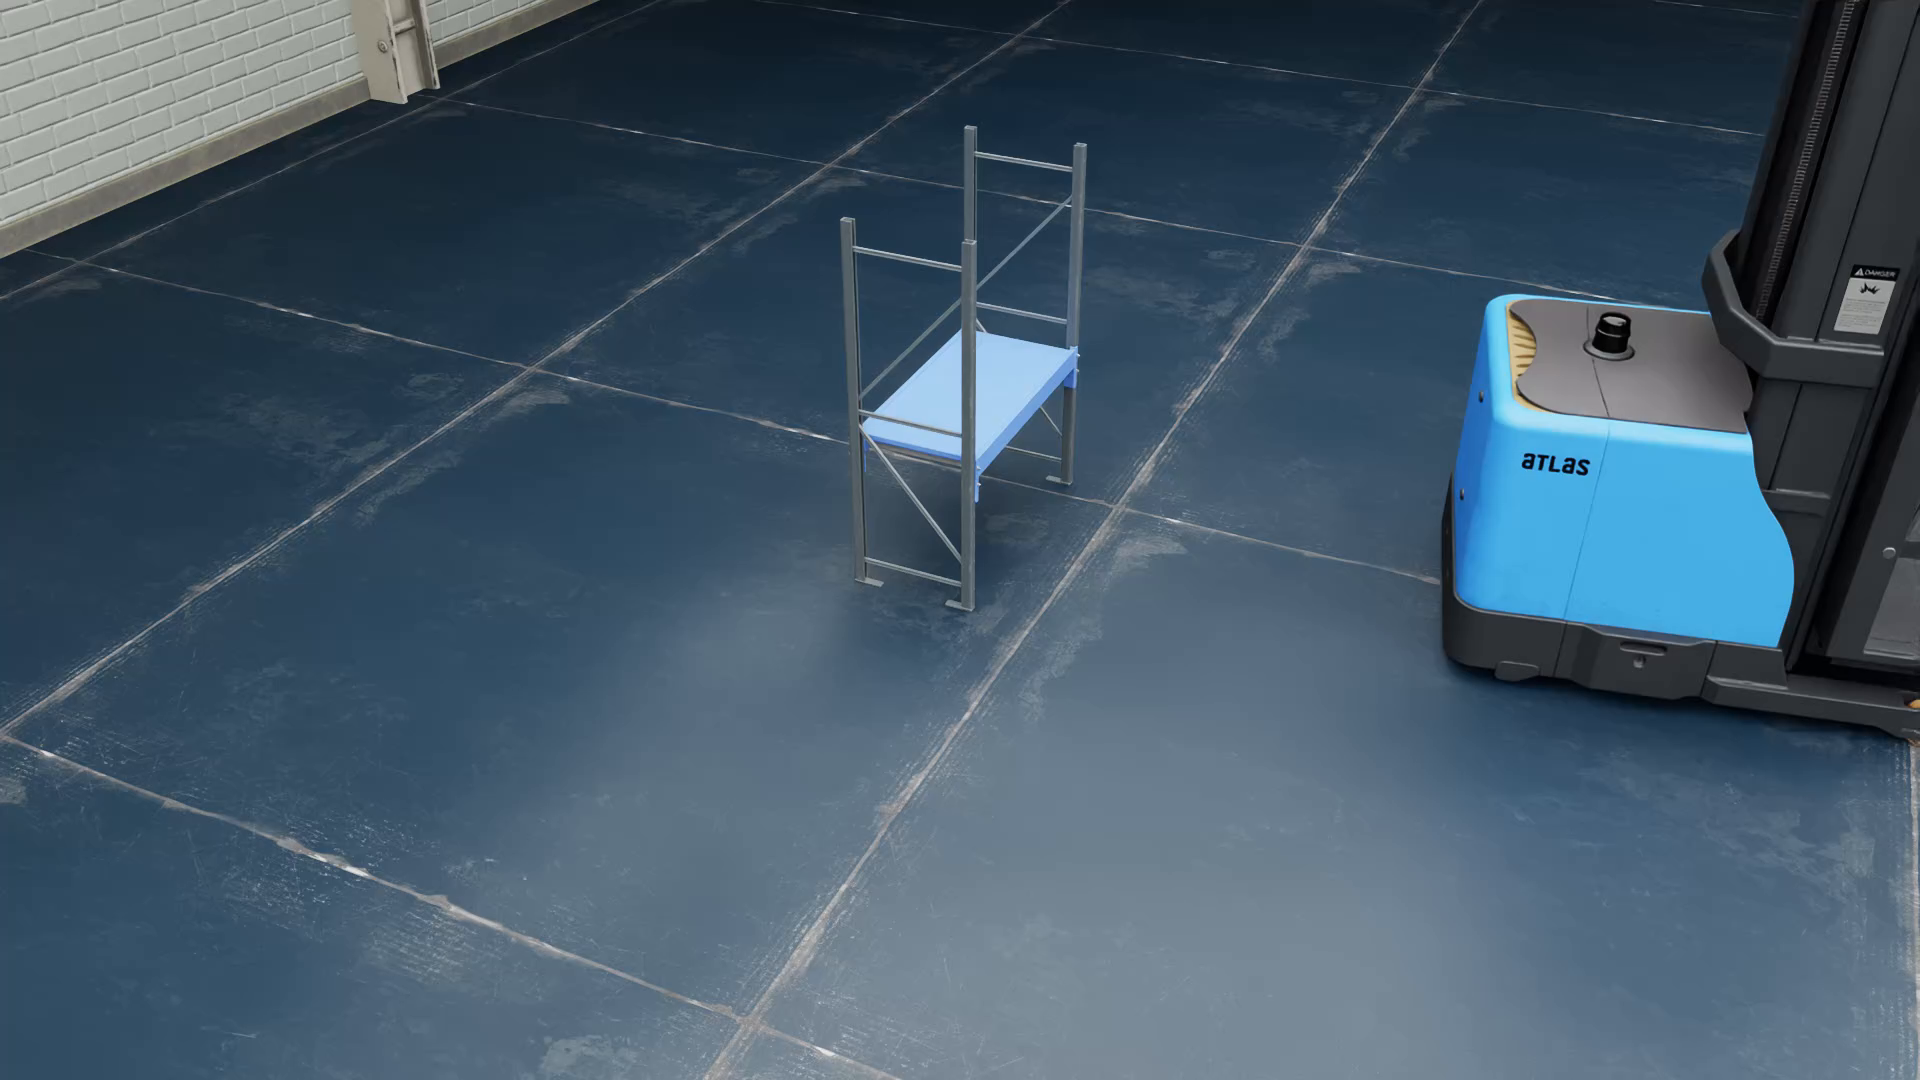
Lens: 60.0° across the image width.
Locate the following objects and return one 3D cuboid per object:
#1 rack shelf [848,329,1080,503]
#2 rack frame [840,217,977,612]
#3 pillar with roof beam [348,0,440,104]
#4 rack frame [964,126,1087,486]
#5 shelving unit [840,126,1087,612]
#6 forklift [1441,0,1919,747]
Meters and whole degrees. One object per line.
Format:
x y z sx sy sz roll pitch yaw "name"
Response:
0.036 -0.519 6.502 0.538 0.185 1.000 14 36 20 "rack shelf"
-0.177 -0.416 6.017 0.500 1.500 0.032 14 36 20 "rack frame"
0.085 -5.856 7.474 9.100 9.000 0.400 14 36 20 "pillar with roof beam"
0.248 -0.923 6.790 0.500 1.500 0.032 14 36 20 "rack frame"
0.036 -0.670 6.404 0.538 1.500 1.048 14 36 20 "shelving unit"
3.322 -0.816 5.321 3.031 2.935 1.130 7 34 11 "forklift"
